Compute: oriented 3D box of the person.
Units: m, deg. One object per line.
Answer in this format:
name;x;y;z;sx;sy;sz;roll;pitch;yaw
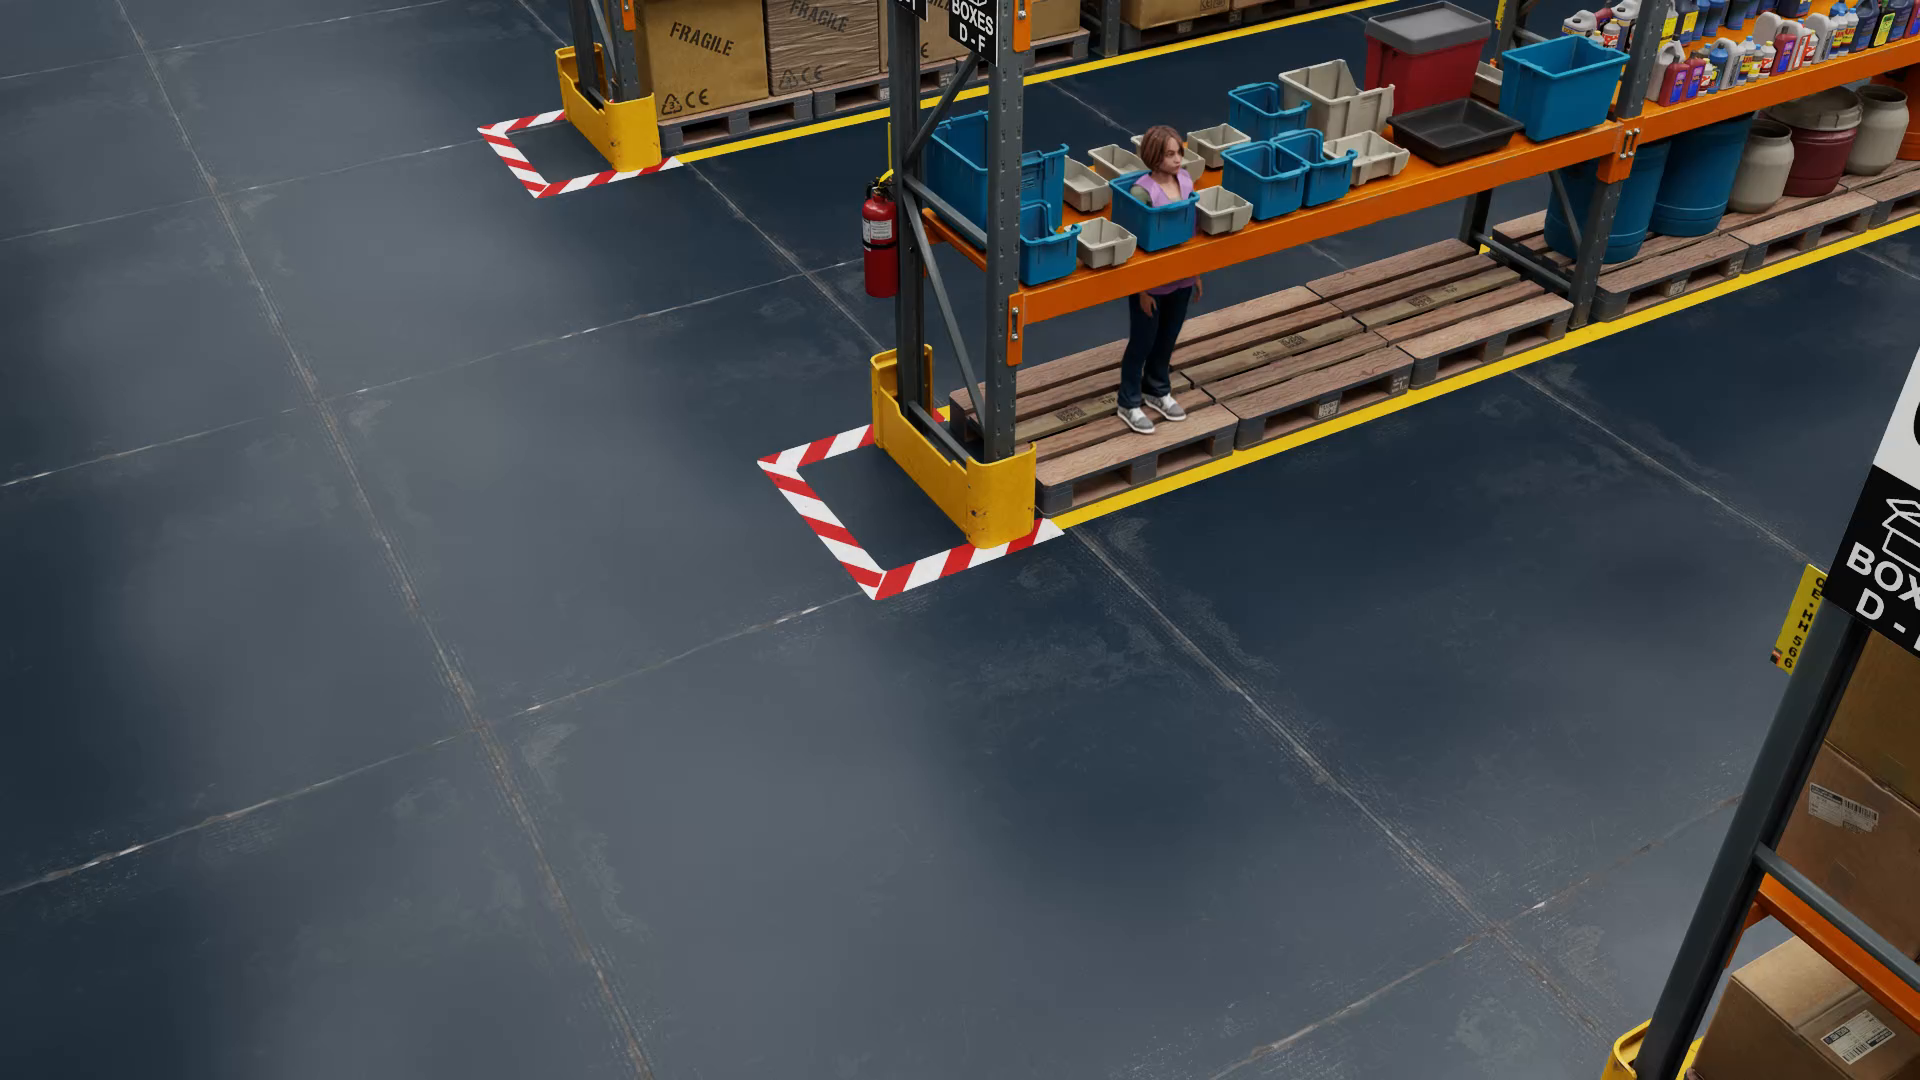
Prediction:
person;0.998;-1.290;8.282;0.407;1.588;0.346;-23;43;-27
